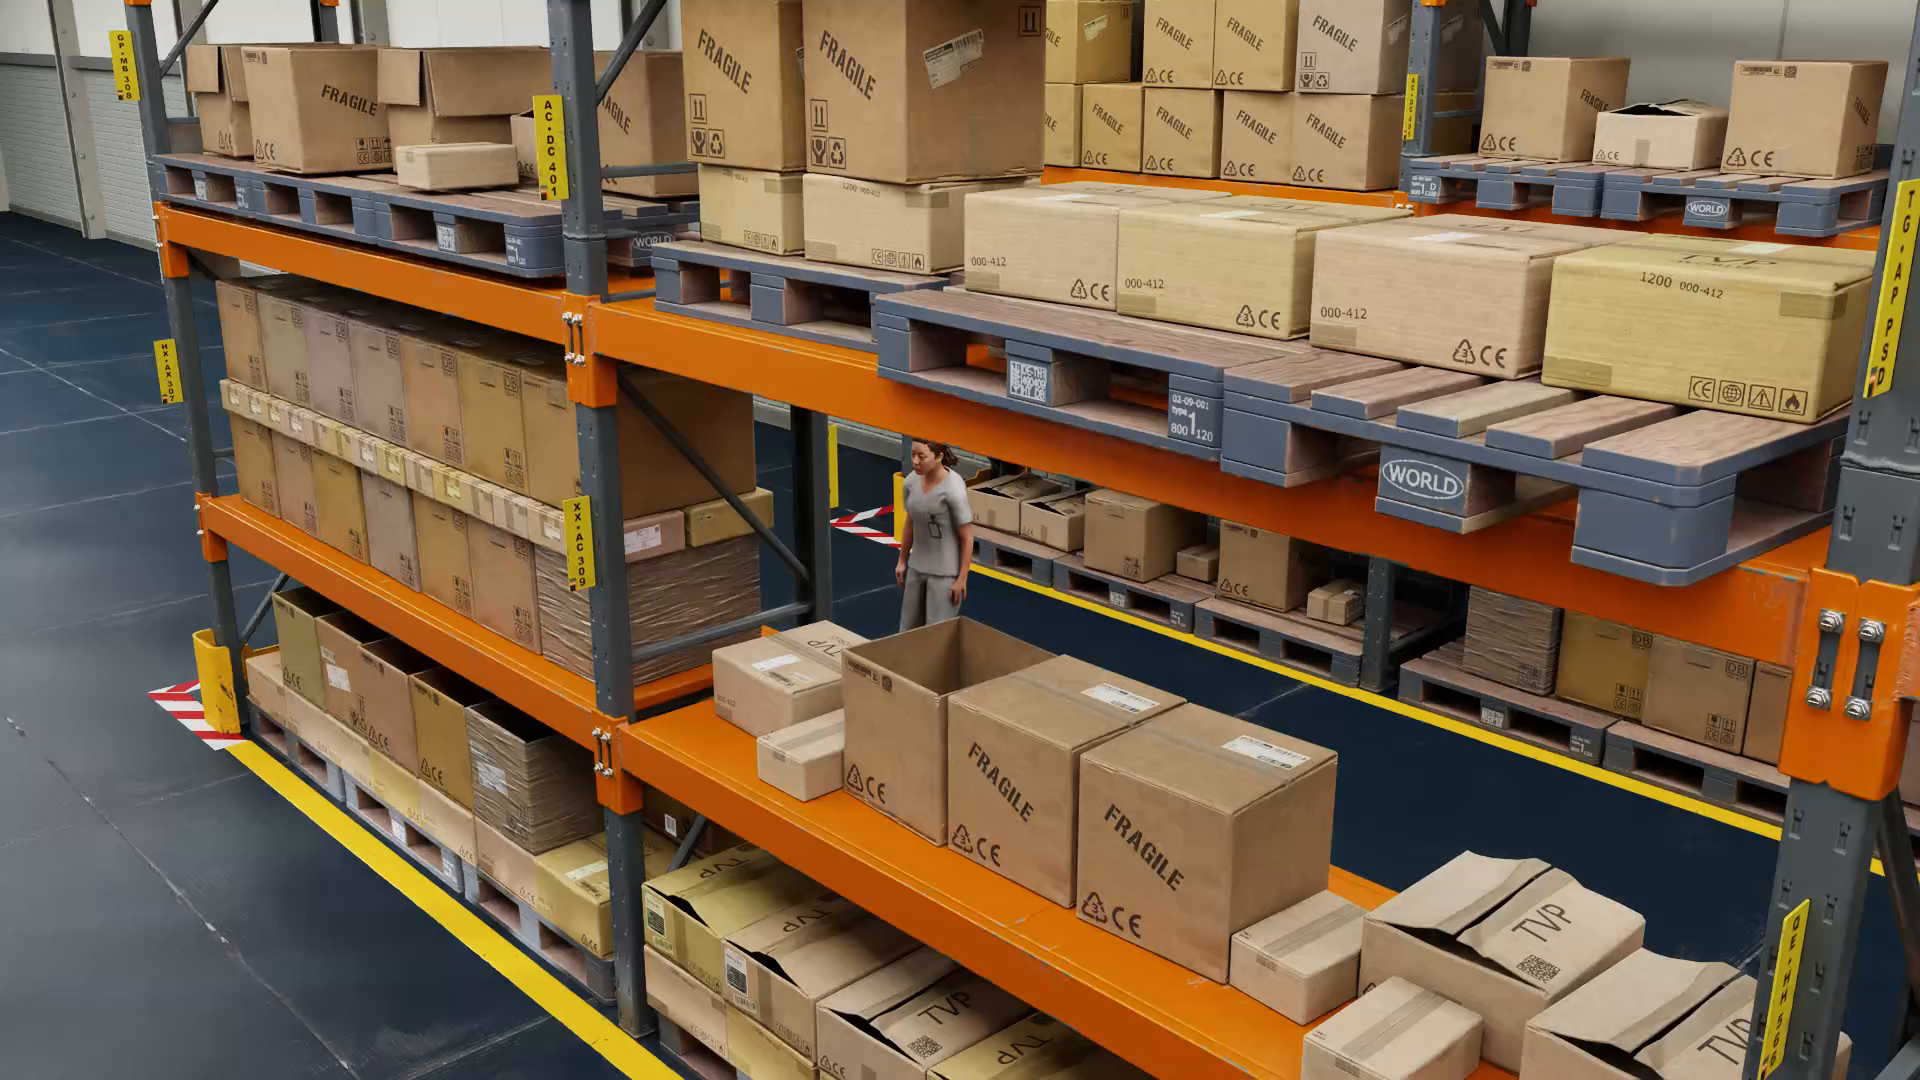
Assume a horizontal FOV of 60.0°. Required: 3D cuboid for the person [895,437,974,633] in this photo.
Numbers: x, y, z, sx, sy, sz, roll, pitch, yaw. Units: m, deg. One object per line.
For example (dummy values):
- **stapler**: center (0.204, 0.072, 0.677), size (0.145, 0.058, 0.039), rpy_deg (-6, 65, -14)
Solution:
- **person**: center (-0.169, 0.189, 8.949), size (0.514, 1.671, 0.416), rpy_deg (16, 23, 41)
